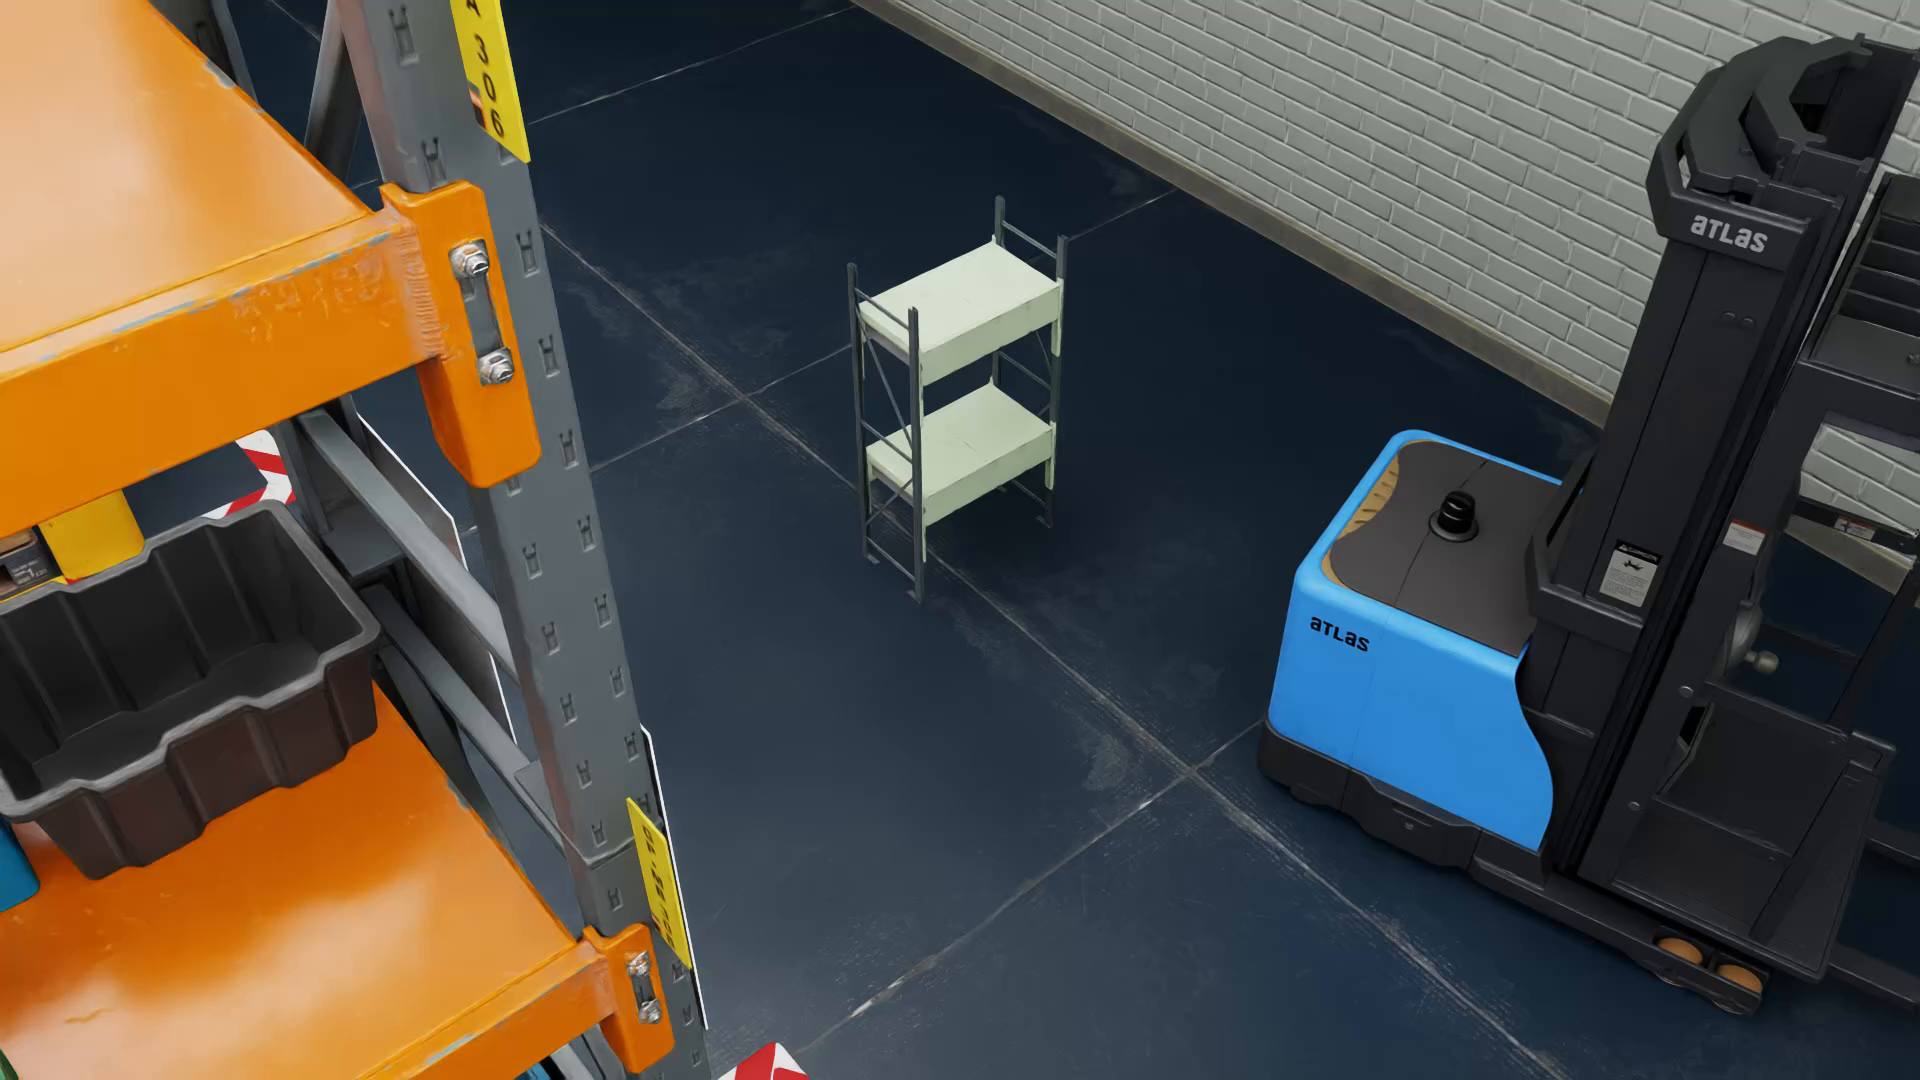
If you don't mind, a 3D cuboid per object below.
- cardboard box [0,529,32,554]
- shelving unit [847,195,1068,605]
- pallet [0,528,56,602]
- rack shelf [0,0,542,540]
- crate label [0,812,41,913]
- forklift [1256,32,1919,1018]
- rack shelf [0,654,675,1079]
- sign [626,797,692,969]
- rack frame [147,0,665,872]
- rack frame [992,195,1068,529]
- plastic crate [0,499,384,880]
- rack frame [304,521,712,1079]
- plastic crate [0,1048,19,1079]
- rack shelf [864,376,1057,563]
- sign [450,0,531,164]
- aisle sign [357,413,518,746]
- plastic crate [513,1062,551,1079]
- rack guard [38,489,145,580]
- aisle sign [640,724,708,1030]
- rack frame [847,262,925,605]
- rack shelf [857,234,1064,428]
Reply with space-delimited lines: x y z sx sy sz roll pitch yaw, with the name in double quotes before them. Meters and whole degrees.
"cardboard box" -4.242 -0.199 6.830 0.500 0.500 0.500 -30 51 -28
"shelving unit" -0.005 -0.544 6.787 0.755 1.500 0.431 -30 51 -28
"pallet" -4.652 0.082 7.062 1.213 0.211 1.003 -30 51 -28
"rack shelf" -2.342 0.384 1.139 4.000 0.370 1.077 -30 51 -28
"crate label" -1.723 0.481 2.518 0.502 0.251 0.408 -30 51 -28
"forklift" 2.639 0.106 5.050 3.031 2.935 1.130 24 48 23
"rack shelf" -2.342 1.332 2.029 4.000 0.370 1.077 -30 51 -28
"sign" -0.443 0.511 2.454 0.005 0.325 0.100 -30 51 -28
"rack frame" -0.808 -0.903 1.691 0.127 3.000 1.000 -30 51 -28
"rack frame" 0.276 -0.705 6.958 0.023 1.500 0.400 -30 51 -28
"plastic crate" -1.282 0.261 2.739 0.590 0.269 0.497 -30 51 -28
"rack frame" -0.808 1.284 3.745 0.127 3.000 1.000 -30 51 -28
"plastic crate" -1.381 0.851 2.170 0.336 0.188 0.450 -30 51 -28
"rack shelf" -0.005 -0.306 7.010 0.720 0.370 0.431 -30 51 -28
"sign" -0.443 -0.503 1.502 0.005 0.325 0.100 -30 51 -28
"aisle sign" -0.943 0.149 3.055 0.004 0.787 0.394 -30 51 -28
"plastic crate" -0.945 1.495 3.451 0.499 0.435 0.616 -30 51 -28
"rack guard" -4.041 -0.374 7.337 0.348 0.500 1.175 -30 51 -28
"aisle sign" -0.565 0.459 2.725 0.004 0.787 0.394 -30 51 -28
"rack frame" -0.286 -0.383 6.616 0.023 1.500 0.400 -30 51 -28
"rack shelf" -0.005 -0.828 6.520 0.720 0.370 0.431 -30 51 -28
